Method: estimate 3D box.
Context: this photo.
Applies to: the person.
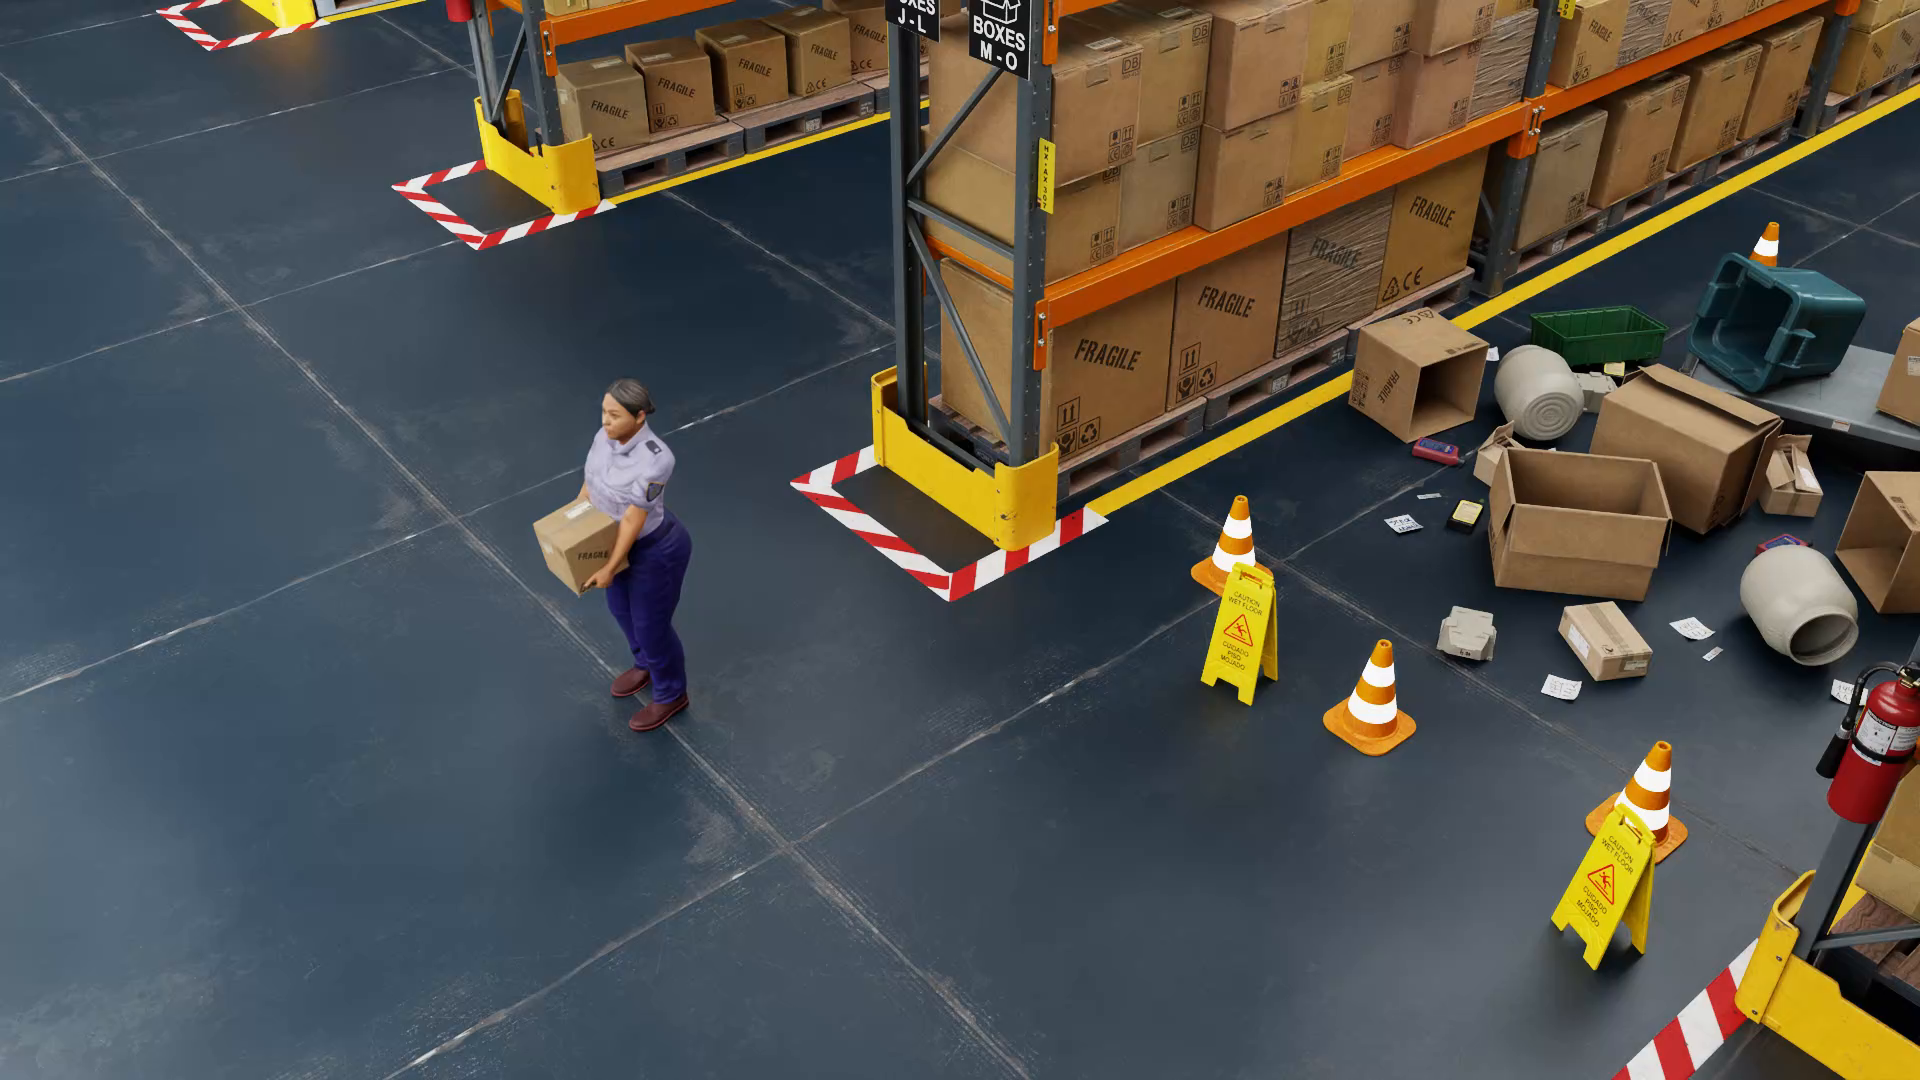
[{"bbox_3d":[-1.406,0.071,6.999,0.528,1.647,0.435,-27,44,-32],"label":"person"}]
